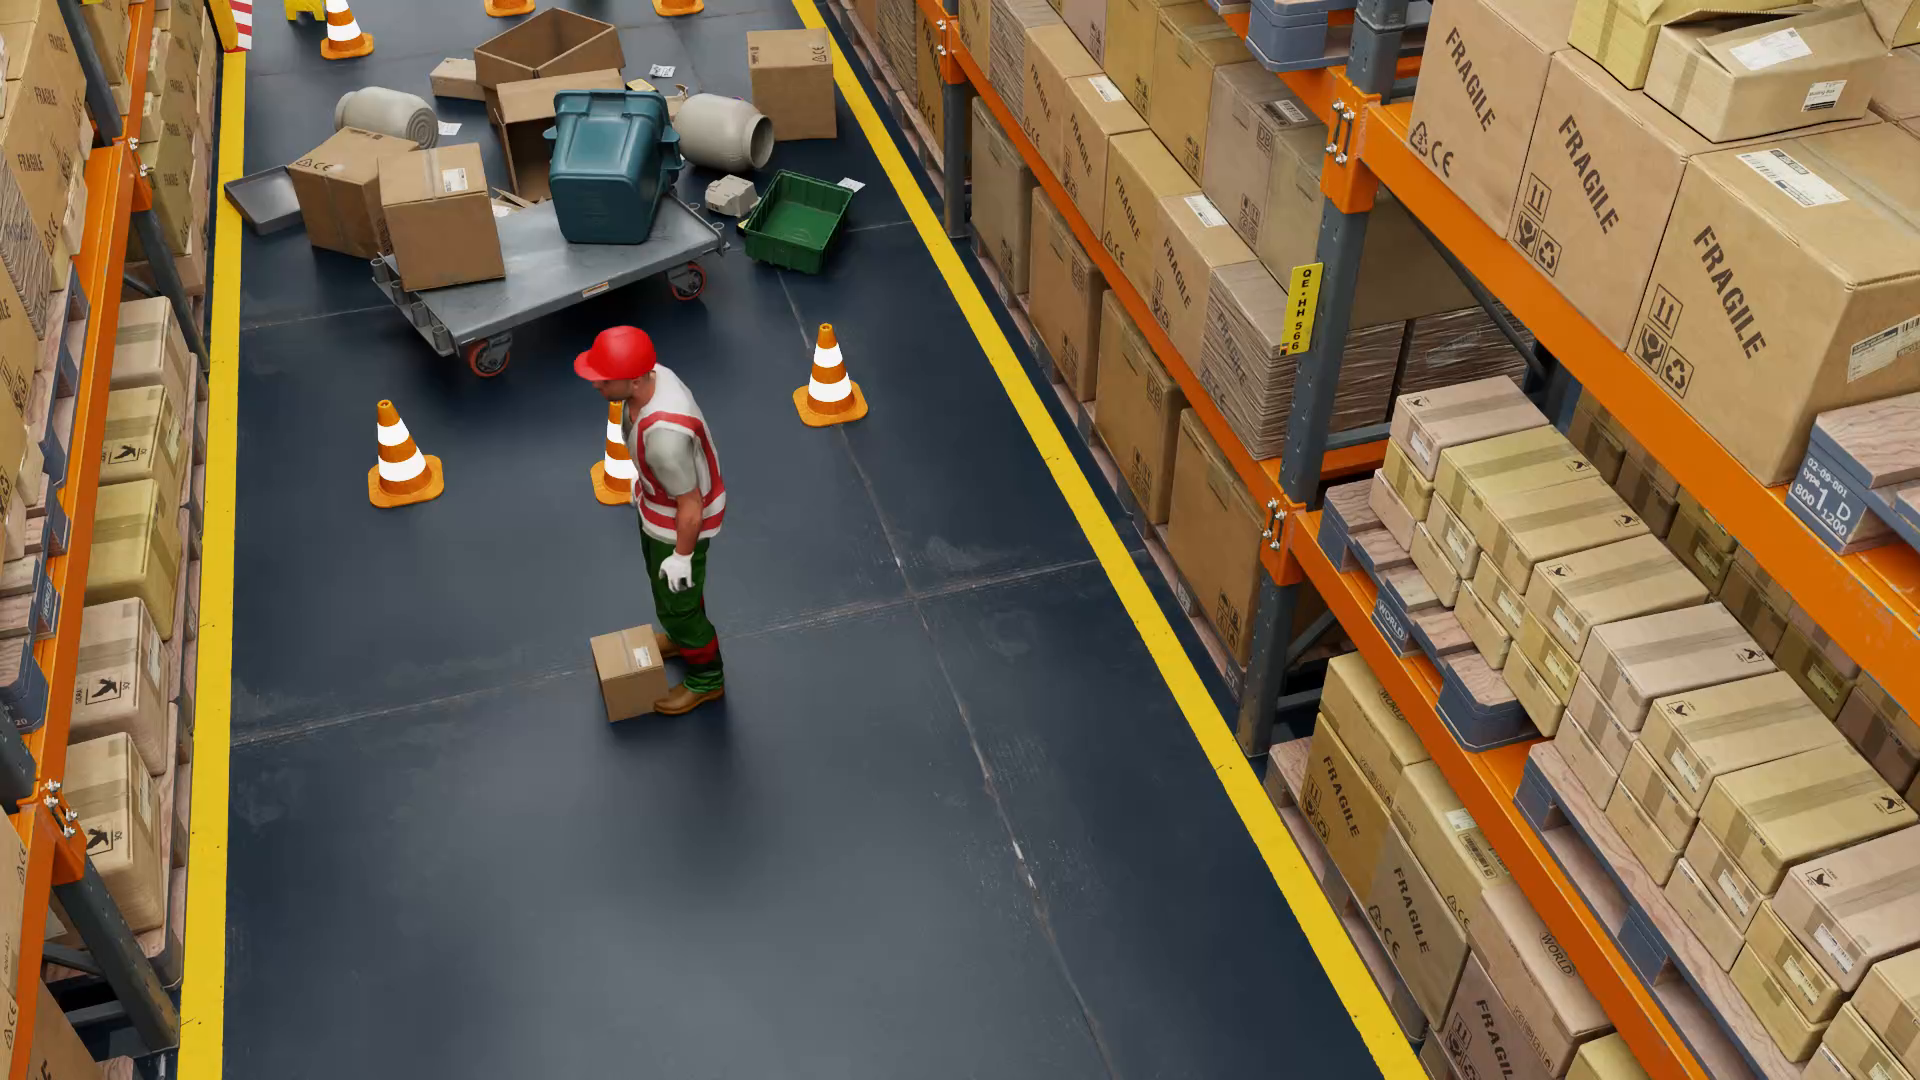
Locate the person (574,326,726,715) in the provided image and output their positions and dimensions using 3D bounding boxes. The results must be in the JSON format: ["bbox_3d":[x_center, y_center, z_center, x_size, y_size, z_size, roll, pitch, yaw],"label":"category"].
[{"bbox_3d":[-1.111,-0.081,6.240,0.451,1.778,0.611,-14,44,-15],"label":"person"}]
